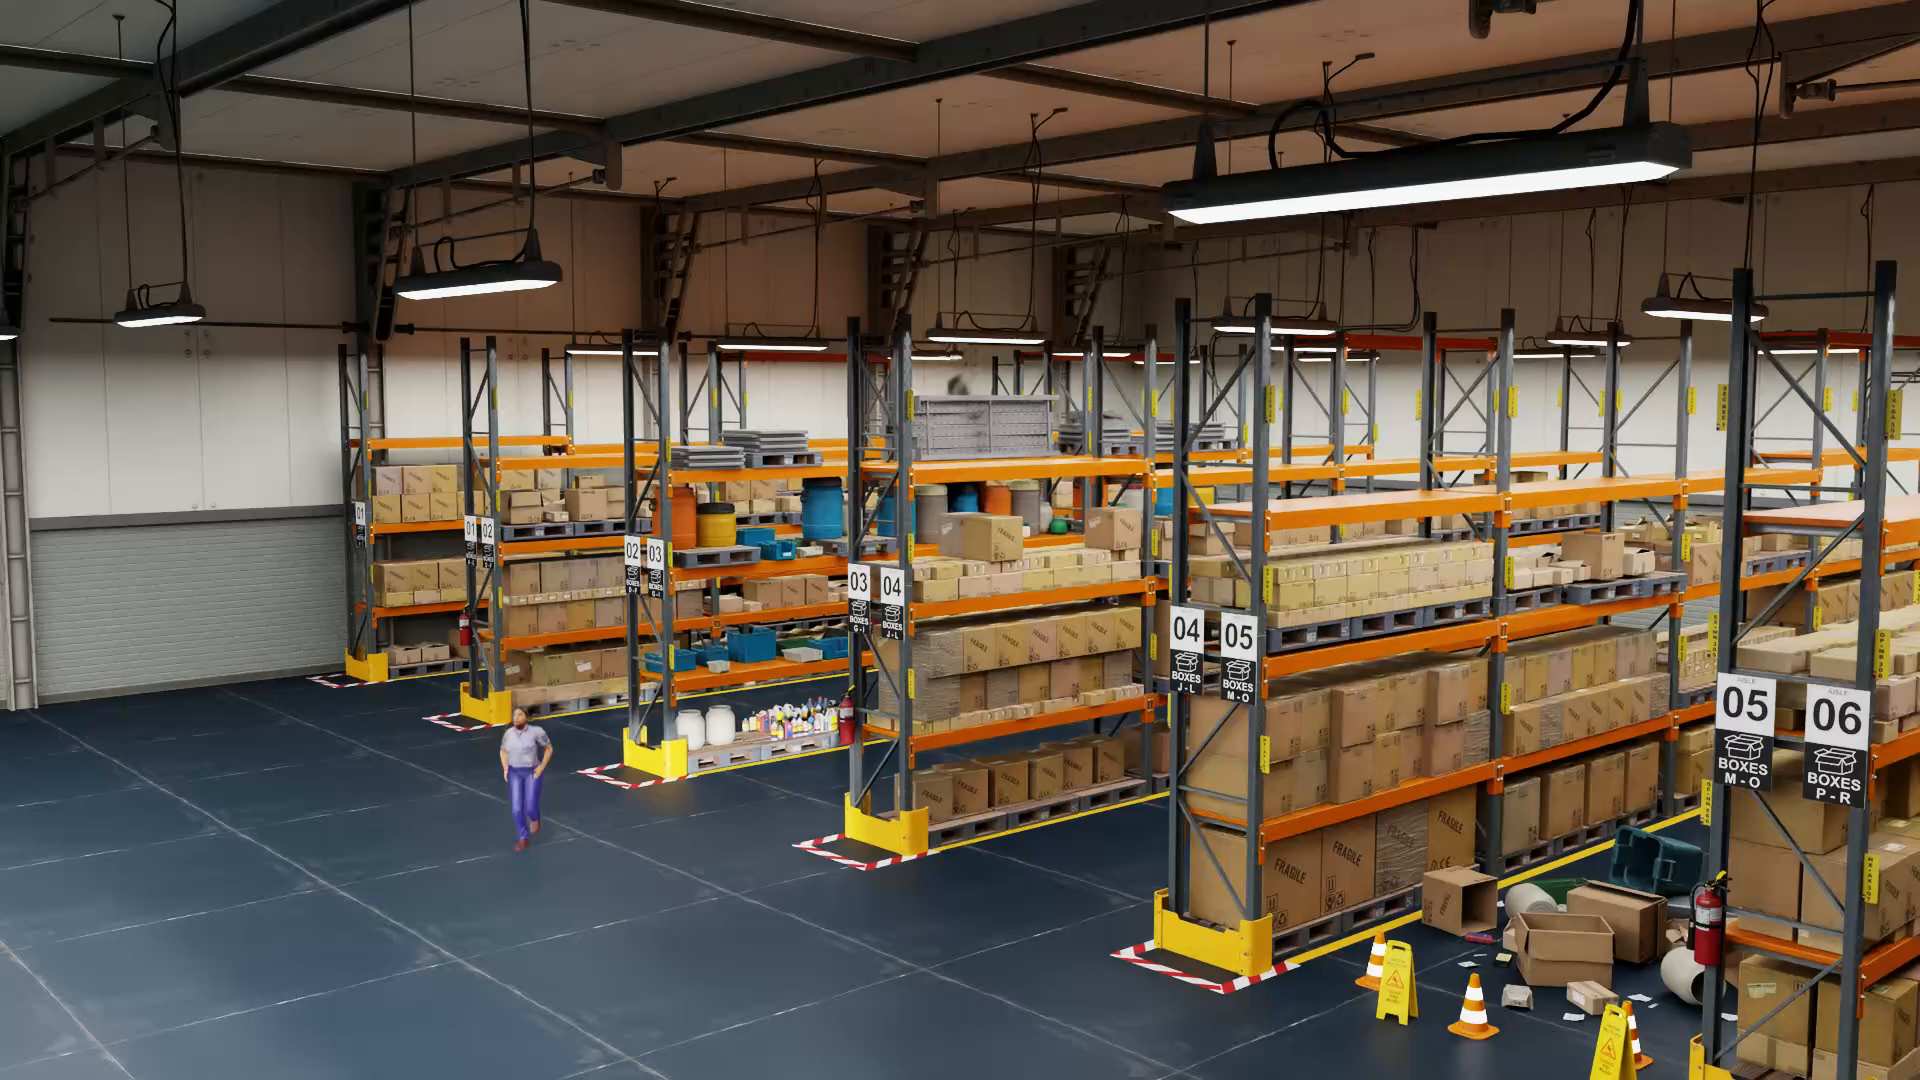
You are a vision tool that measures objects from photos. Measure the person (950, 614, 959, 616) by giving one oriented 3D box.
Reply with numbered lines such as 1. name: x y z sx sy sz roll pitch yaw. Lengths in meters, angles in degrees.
1. person: 0.037 1.362 29.443 0.646 1.767 0.598 4 6 37

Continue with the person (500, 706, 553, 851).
1. person: -4.940 2.684 18.904 0.602 1.618 0.526 0 5 2
